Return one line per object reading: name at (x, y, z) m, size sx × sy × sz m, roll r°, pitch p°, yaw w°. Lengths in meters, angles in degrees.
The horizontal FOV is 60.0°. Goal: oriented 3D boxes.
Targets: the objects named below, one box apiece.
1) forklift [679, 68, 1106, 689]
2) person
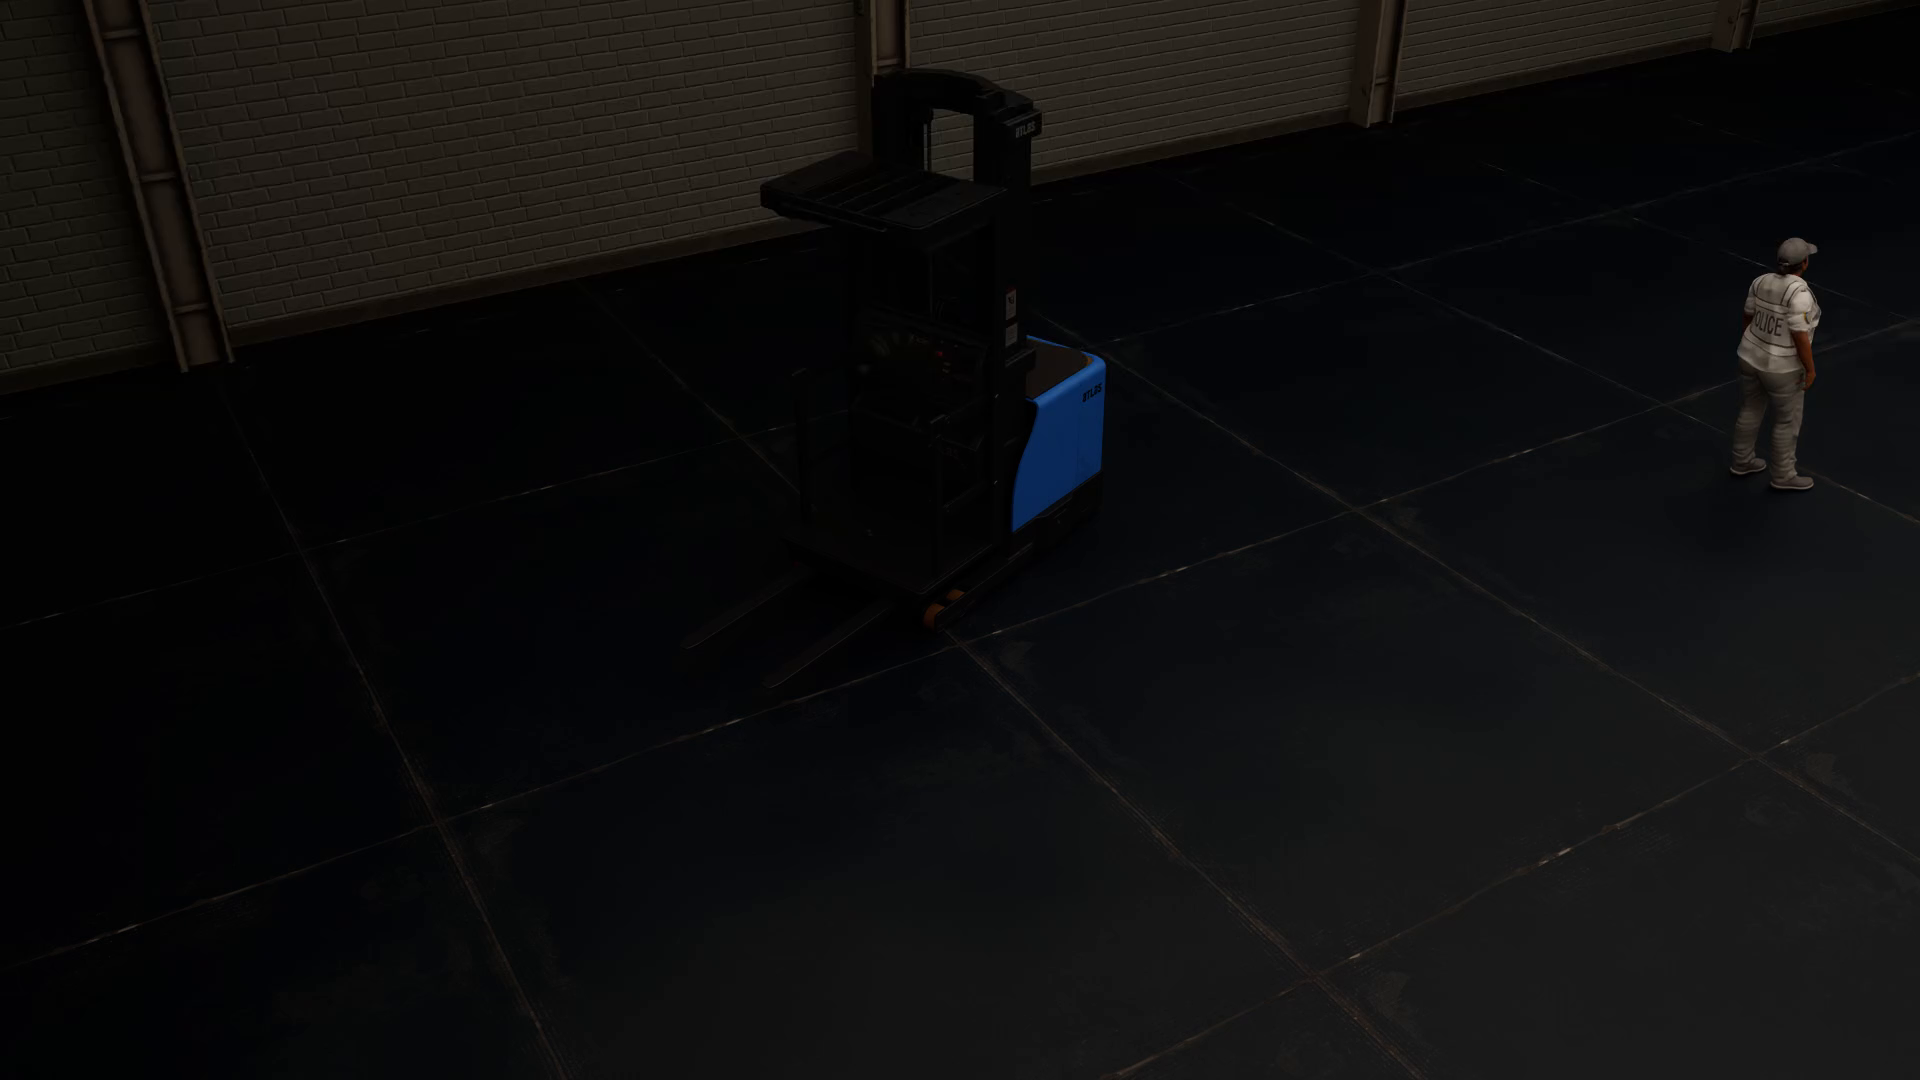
forklift at (-0.365, -1.007, 9.329) m, size 1.130 × 2.935 × 3.031 m, roll 21°, pitch 37°, yaw 31°
person at (5.355, -1.156, 10.795) m, size 0.530 × 1.669 × 0.598 m, roll -11°, pitch 33°, yaw -18°
